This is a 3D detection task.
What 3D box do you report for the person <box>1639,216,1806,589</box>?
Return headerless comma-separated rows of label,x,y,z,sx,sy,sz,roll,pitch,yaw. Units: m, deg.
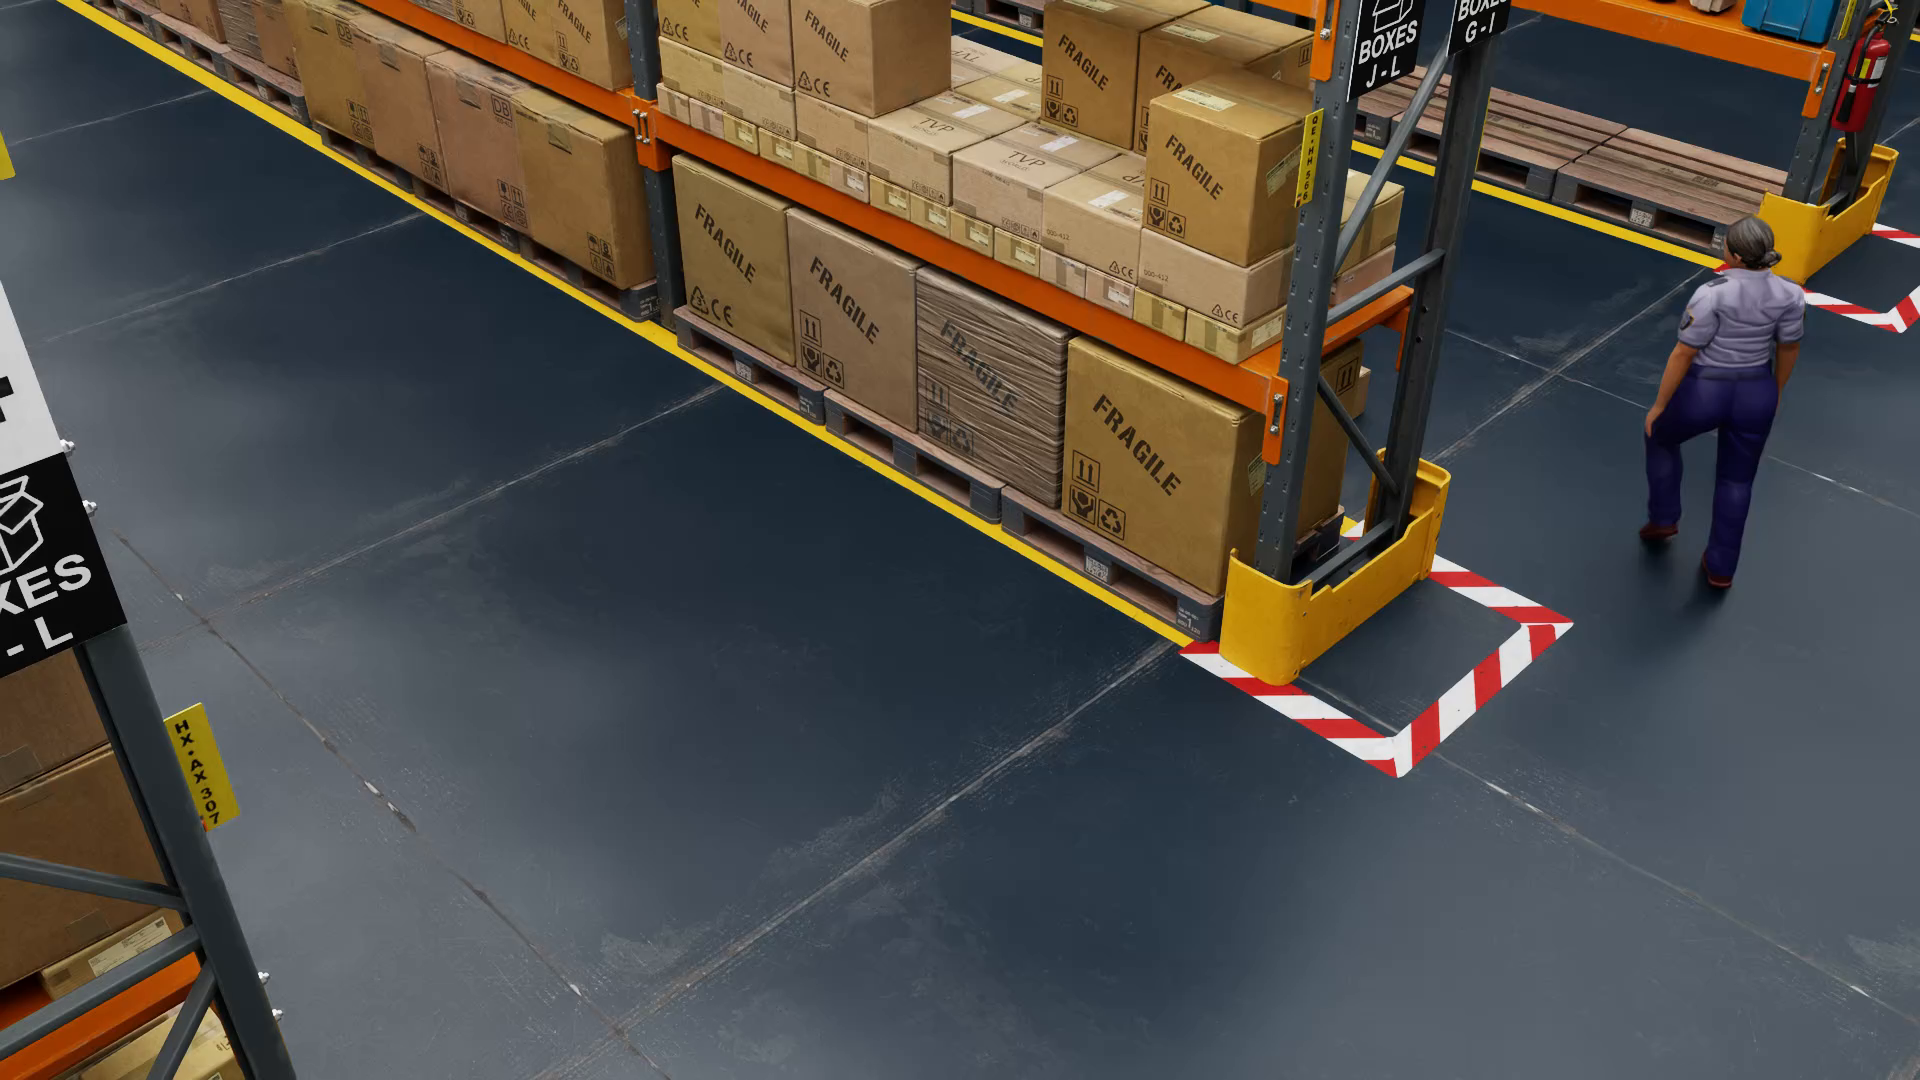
person,3.169,-0.559,6.986,0.565,1.713,0.557,4,36,6
